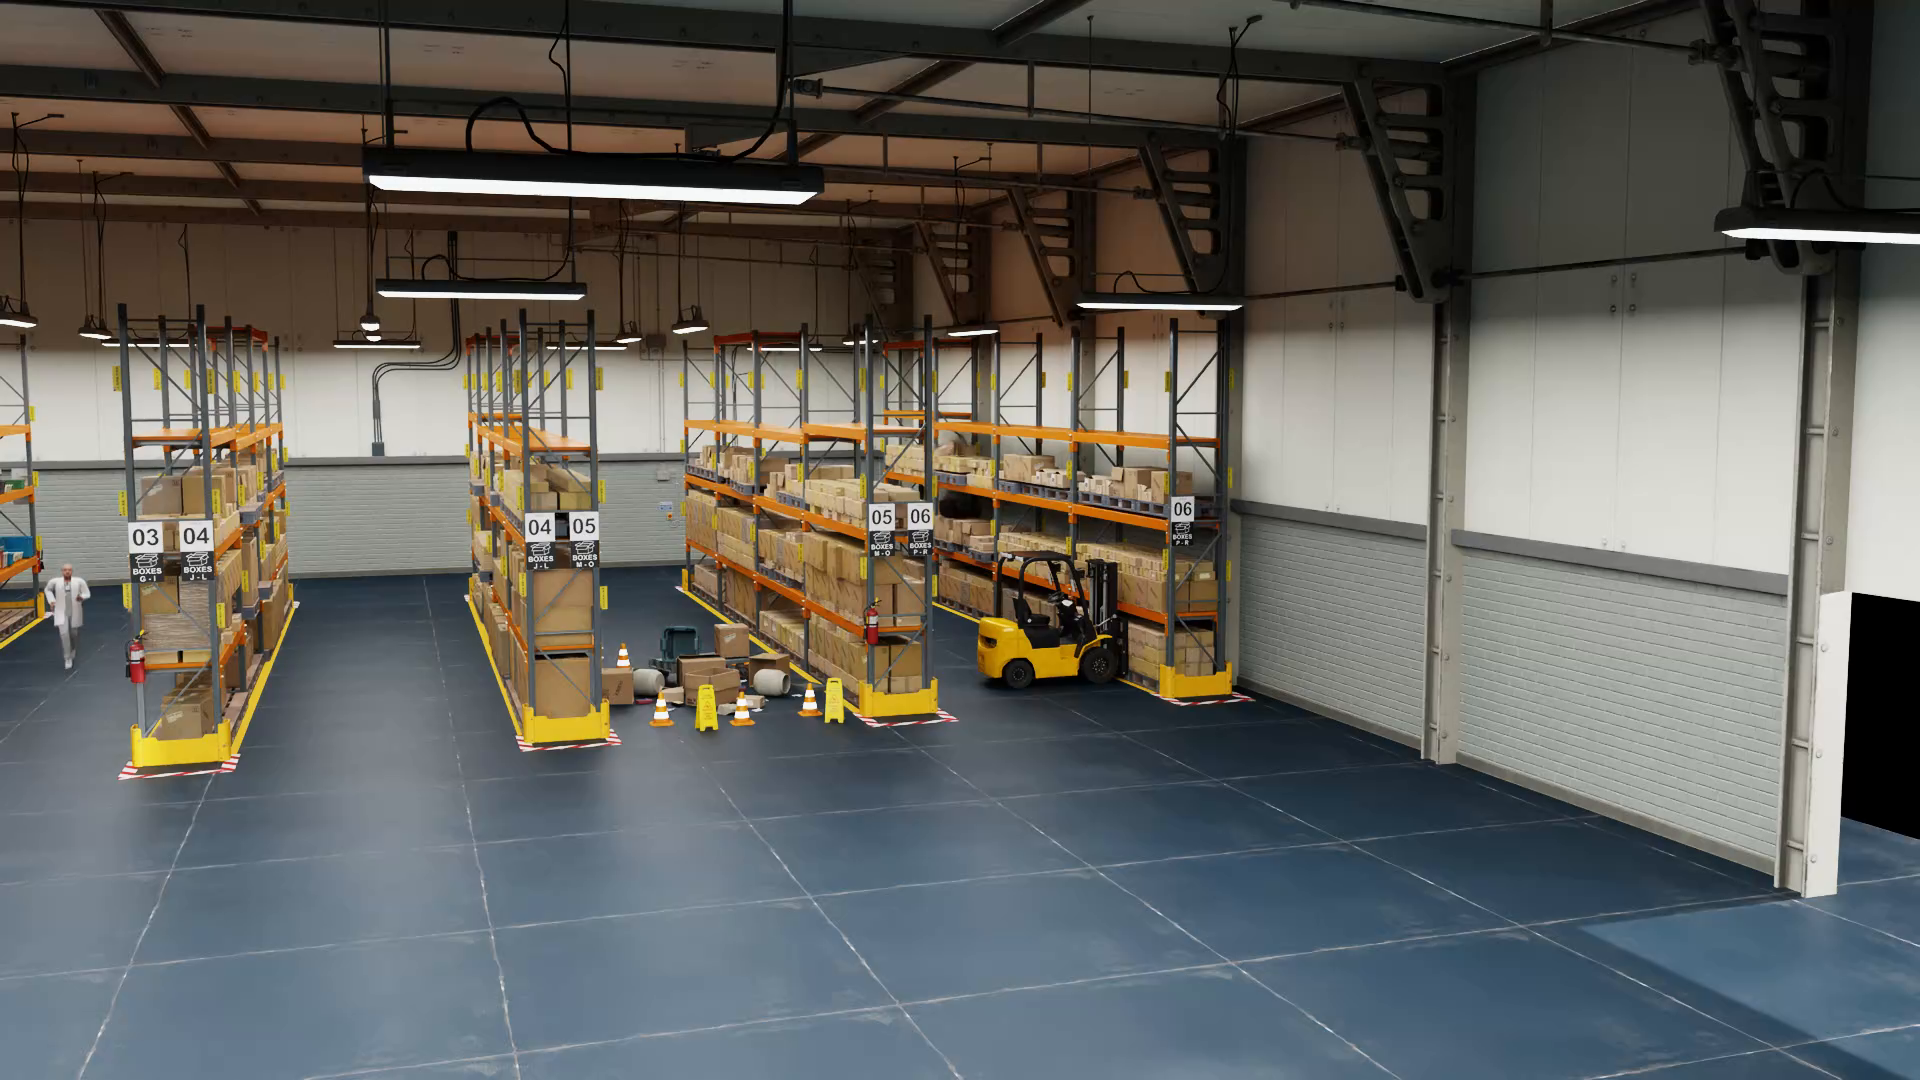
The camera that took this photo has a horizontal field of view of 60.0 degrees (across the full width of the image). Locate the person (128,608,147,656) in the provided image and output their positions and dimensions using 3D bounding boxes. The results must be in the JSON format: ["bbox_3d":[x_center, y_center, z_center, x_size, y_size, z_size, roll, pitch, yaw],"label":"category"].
[{"bbox_3d":[-14.731,1.358,29.938,0.514,1.710,0.821,-3,6,-30],"label":"person"}]

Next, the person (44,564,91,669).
[{"bbox_3d":[-15.768,1.316,29.409,0.692,1.802,1.046,-3,6,-31],"label":"person"}]
